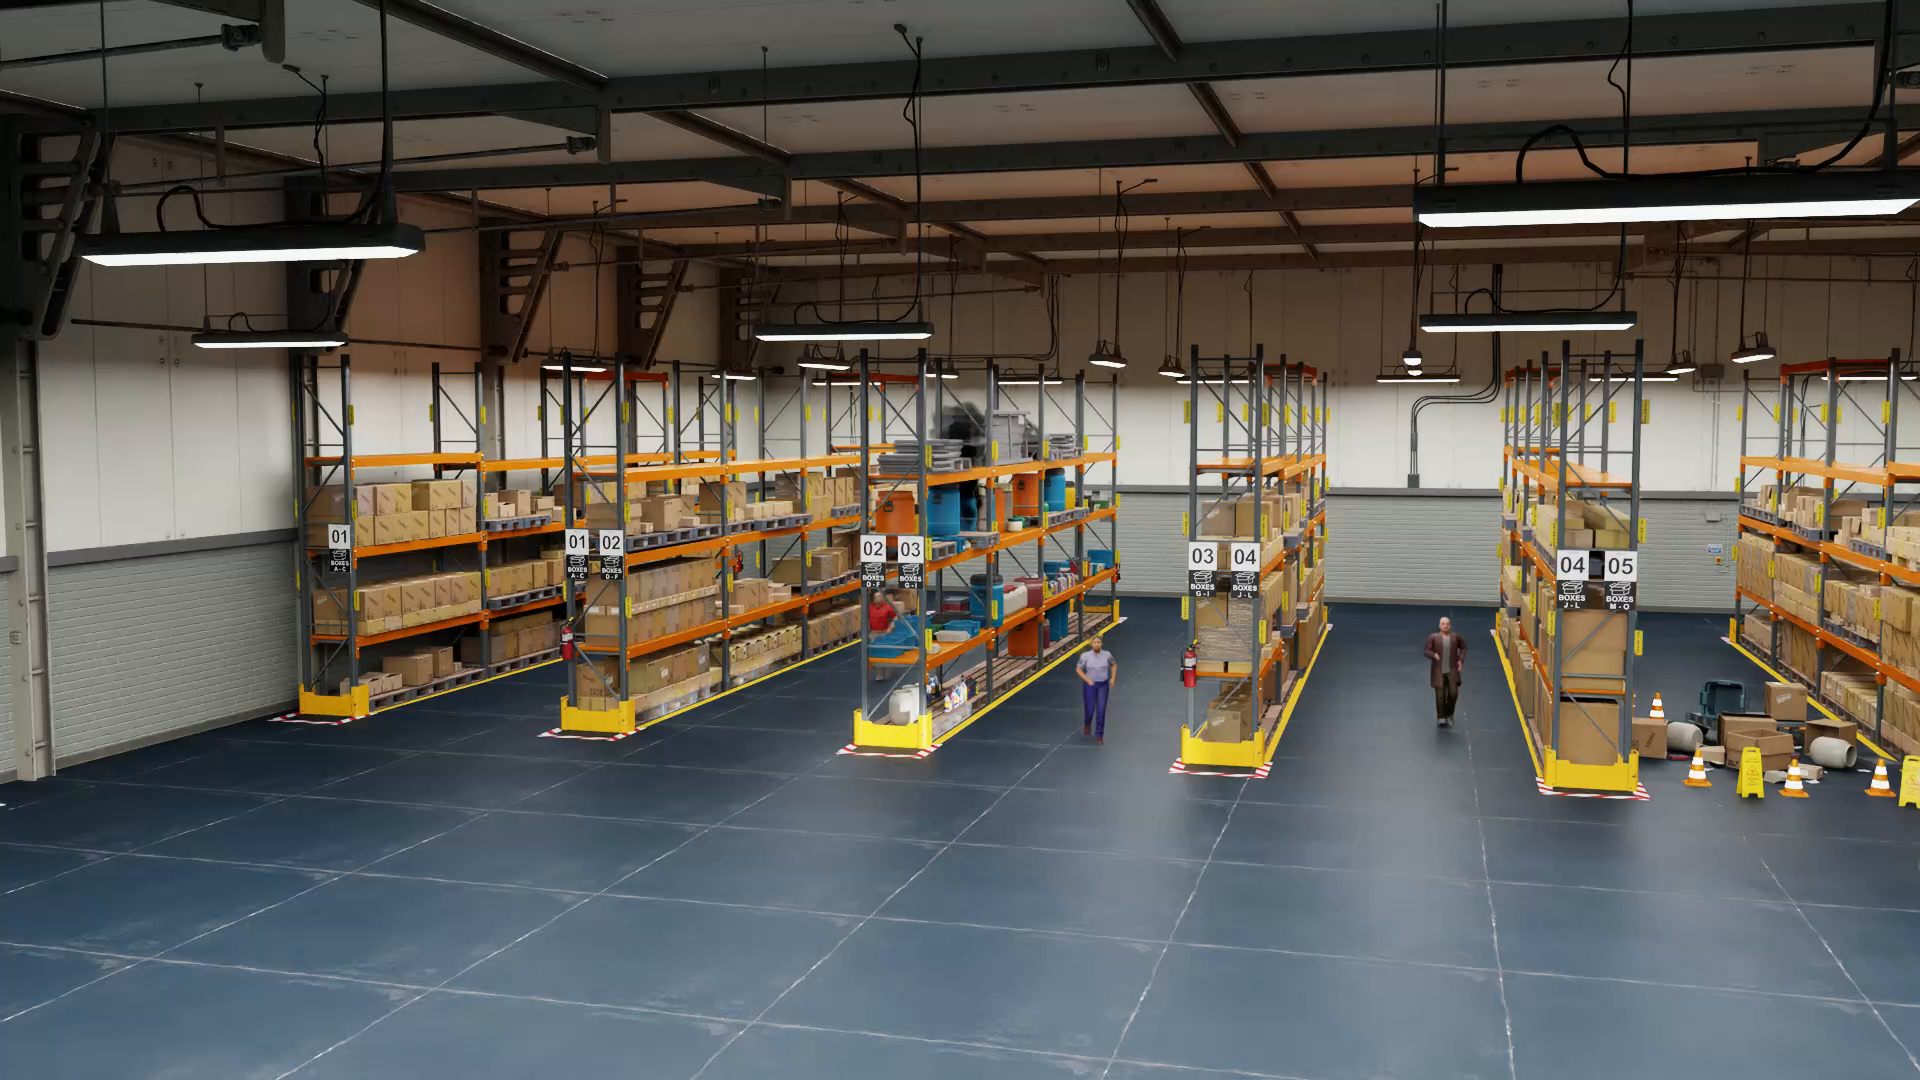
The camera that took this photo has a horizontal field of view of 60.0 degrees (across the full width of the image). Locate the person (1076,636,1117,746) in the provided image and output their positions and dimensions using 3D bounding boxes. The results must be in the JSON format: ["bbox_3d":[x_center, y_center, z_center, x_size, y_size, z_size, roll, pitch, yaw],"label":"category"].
[{"bbox_3d":[2.097,2.284,25.532,0.631,1.656,0.763,0,4,0],"label":"person"}]

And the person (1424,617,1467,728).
[{"bbox_3d":[7.785,2.130,26.642,0.692,1.772,0.686,1,4,12],"label":"person"}]

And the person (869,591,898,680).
[{"bbox_3d":[-1.530,1.809,31.284,0.638,1.681,0.586,1,4,14],"label":"person"}]
